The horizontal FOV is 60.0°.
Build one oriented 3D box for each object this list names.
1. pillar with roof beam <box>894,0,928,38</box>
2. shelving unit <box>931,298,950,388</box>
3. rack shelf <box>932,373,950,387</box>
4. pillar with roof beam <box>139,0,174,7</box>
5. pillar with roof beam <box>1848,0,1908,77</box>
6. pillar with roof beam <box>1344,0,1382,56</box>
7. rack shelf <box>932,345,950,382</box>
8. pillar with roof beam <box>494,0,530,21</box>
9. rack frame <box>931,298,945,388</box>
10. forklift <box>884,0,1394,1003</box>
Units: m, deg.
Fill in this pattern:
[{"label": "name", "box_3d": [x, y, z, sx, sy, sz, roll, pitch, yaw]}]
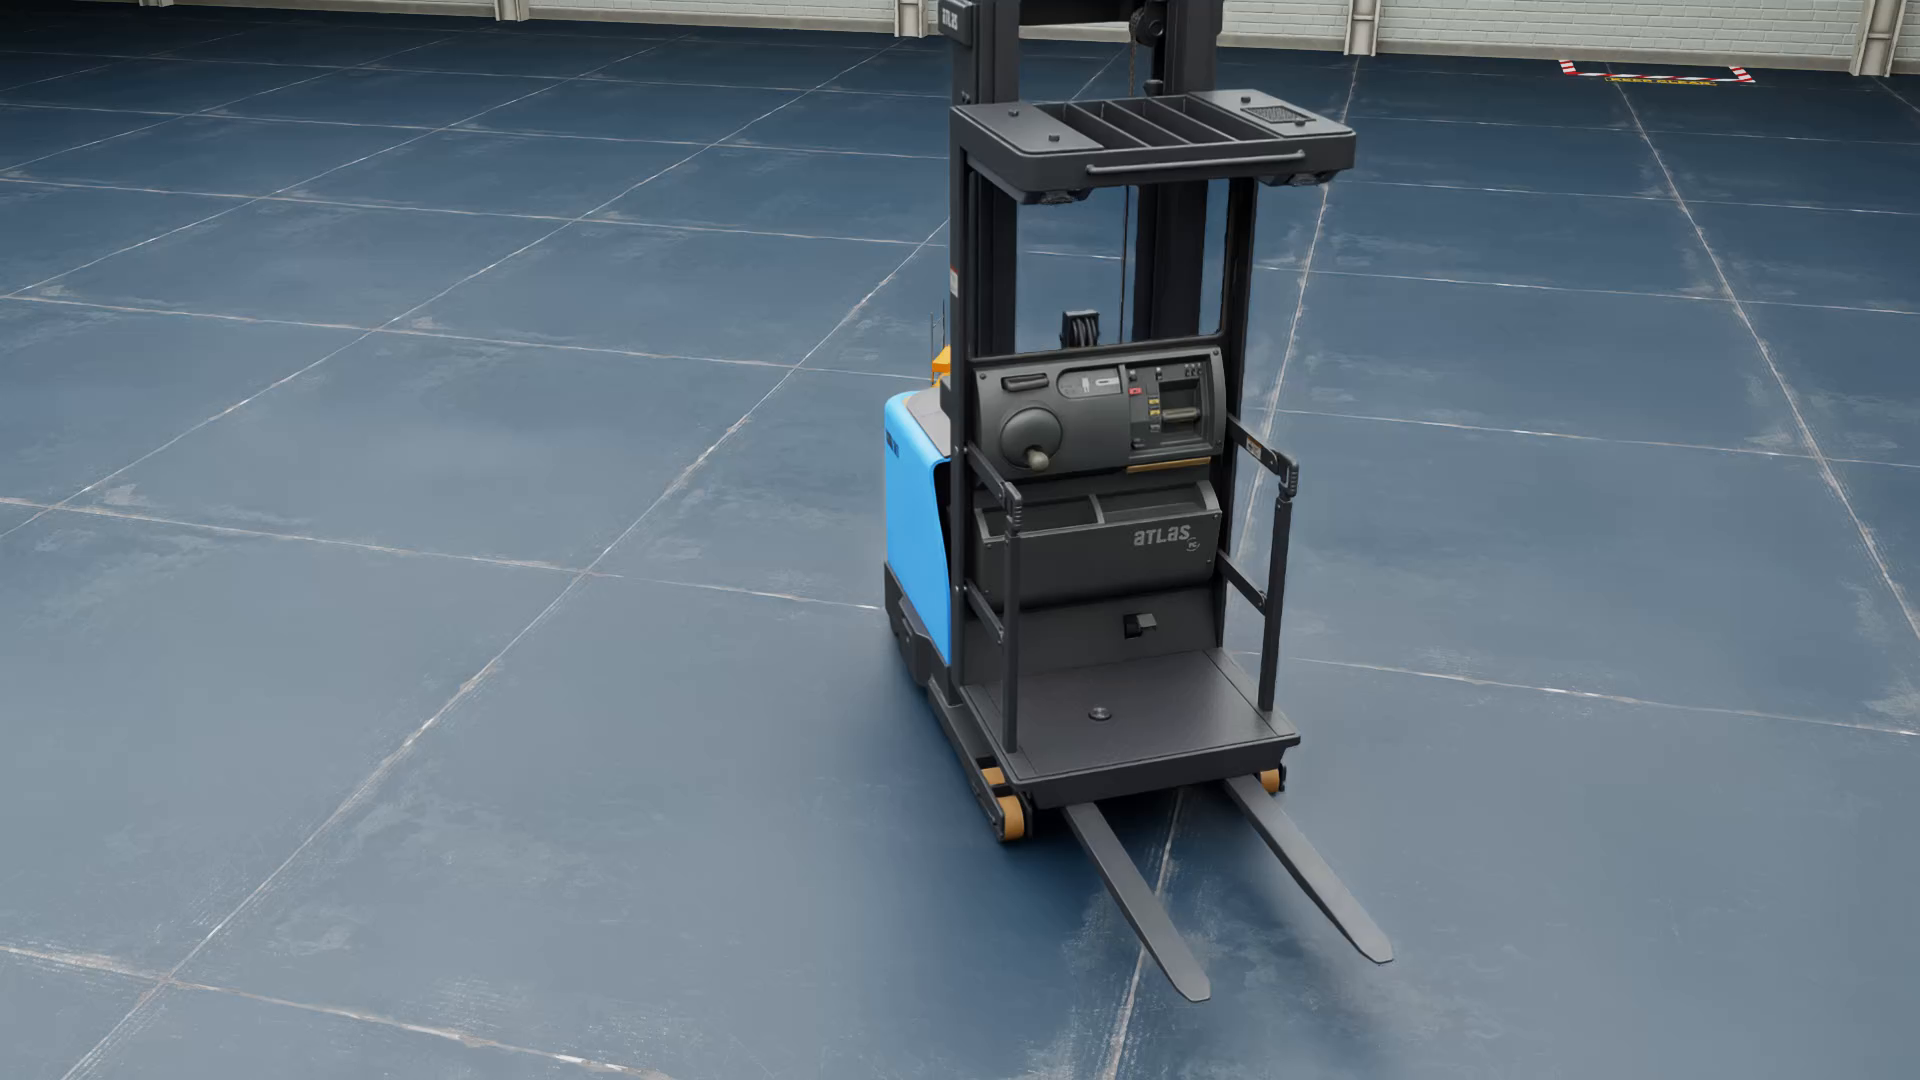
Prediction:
[{"label": "pillar with roof beam", "box_3d": [-1.735, -9.176, 17.055, 0.400, 9.000, 9.100, 6, 26, 13]}, {"label": "shelving unit", "box_3d": [-0.014, -0.543, 7.995, 0.189, 1.200, 0.258, 6, 26, 13]}, {"label": "rack shelf", "box_3d": [-0.014, -0.720, 7.911, 0.180, 0.103, 0.258, 6, 26, 13]}, {"label": "pillar with roof beam", "box_3d": [-13.357, -10.461, 19.754, 0.400, 9.000, 9.100, 6, 26, 13]}, {"label": "pillar with roof beam", "box_3d": [9.887, -7.891, 14.357, 0.400, 9.000, 9.100, 6, 26, 13]}, {"label": "pillar with roof beam", "box_3d": [4.076, -8.534, 15.706, 0.400, 9.000, 9.100, 6, 26, 13]}, {"label": "rack shelf", "box_3d": [-0.014, -0.828, 7.860, 0.180, 0.103, 0.258, 6, 26, 13]}, {"label": "pillar with roof beam", "box_3d": [-7.546, -9.818, 18.404, 0.400, 9.000, 9.100, 6, 26, 13]}, {"label": "rack frame", "box_3d": [-0.103, -0.553, 8.016, 0.006, 1.200, 0.240, 6, 26, 13]}, {"label": "forklift", "box_3d": [0.572, -0.430, 5.743, 1.130, 2.935, 3.031, -7, 26, -15]}]
